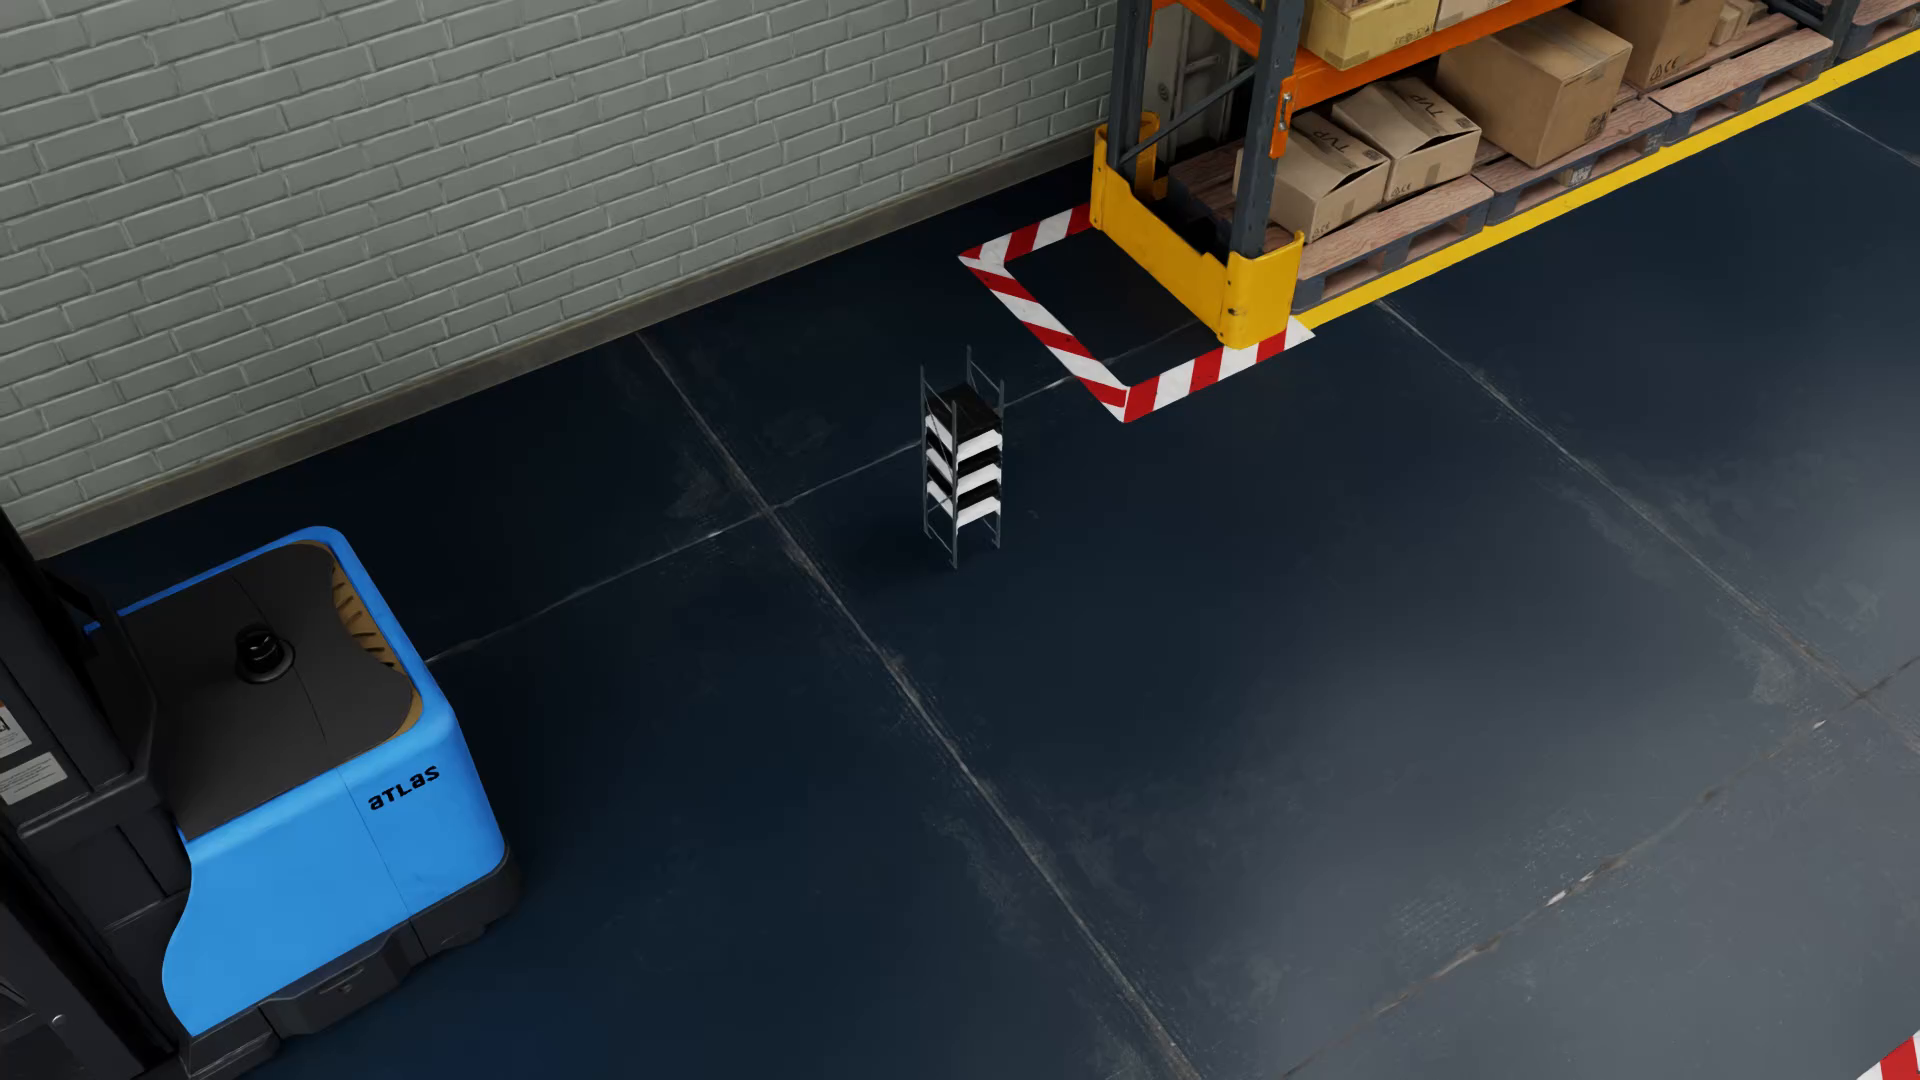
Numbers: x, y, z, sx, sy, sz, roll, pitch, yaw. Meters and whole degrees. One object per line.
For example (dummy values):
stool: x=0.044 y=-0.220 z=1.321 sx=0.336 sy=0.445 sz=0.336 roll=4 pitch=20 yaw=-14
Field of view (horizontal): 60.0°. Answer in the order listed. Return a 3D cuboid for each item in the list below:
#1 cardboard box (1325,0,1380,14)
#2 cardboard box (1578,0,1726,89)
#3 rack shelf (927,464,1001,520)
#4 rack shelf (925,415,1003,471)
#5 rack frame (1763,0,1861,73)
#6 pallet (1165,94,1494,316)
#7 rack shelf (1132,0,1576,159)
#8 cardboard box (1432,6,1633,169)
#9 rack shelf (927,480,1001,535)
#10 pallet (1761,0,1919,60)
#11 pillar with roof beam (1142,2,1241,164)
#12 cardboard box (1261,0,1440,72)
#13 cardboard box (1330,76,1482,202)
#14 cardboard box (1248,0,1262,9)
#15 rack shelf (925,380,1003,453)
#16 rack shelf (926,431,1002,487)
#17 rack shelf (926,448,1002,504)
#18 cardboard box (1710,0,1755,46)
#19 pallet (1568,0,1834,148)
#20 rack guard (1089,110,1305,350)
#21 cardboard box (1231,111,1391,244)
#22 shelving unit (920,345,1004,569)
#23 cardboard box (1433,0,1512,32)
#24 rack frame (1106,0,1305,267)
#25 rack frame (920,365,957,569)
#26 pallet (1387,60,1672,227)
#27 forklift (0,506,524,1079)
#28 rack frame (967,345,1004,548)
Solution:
cardboard box: x=1.560 y=-2.447 z=6.450 sx=0.500 sy=0.500 sz=0.500 roll=-25 pitch=53 yaw=-21
cardboard box: x=3.522 y=-2.710 z=8.479 sx=0.500 sy=0.500 sz=0.500 roll=-29 pitch=54 yaw=-23
rack shelf: x=0.007 y=-0.220 z=6.454 sx=0.200 sy=0.077 sz=0.258 roll=-25 pitch=53 yaw=-21
rack shelf: x=0.007 y=-0.400 z=6.253 sx=0.200 sy=0.077 sz=0.258 roll=-25 pitch=53 yaw=-21
rack frame: x=4.379 y=-3.834 z=8.101 sx=0.127 sy=3.000 sz=1.000 roll=-25 pitch=53 yaw=-21
pallet: x=1.766 y=-1.644 z=8.018 sx=1.213 sy=0.211 sz=1.003 roll=-25 pitch=53 yaw=-21
rack shelf: x=2.687 y=-2.798 z=7.660 sx=4.000 sy=0.370 sz=1.077 roll=-25 pitch=53 yaw=-21
cardboard box: x=2.758 y=-2.262 z=8.080 sx=0.500 sy=0.500 sz=0.700 roll=-28 pitch=54 yaw=-23
rack shelf: x=0.007 y=-0.161 z=6.521 sx=0.200 sy=0.077 sz=0.258 roll=-25 pitch=53 yaw=-21
pallet: x=5.036 y=-3.218 z=9.419 sx=1.213 sy=0.211 sz=1.003 roll=-25 pitch=53 yaw=-21
pillar with roof beam: x=3.423 y=-2.341 z=2.755 sx=0.400 sy=9.000 sz=9.100 roll=-25 pitch=53 yaw=-21
cardboard box: x=1.578 y=-2.191 z=6.725 sx=0.500 sy=0.250 sz=0.500 roll=-27 pitch=54 yaw=-22
cardboard box: x=2.111 y=-1.938 z=7.919 sx=0.500 sy=0.311 sz=0.500 roll=-21 pitch=52 yaw=-18
cardboard box: x=1.287 y=-2.505 z=7.005 sx=0.500 sy=0.250 sz=0.500 roll=-25 pitch=53 yaw=-20
rack shelf: x=0.007 y=-0.460 z=6.185 sx=0.200 sy=0.077 sz=0.258 roll=-25 pitch=53 yaw=-21
rack shelf: x=0.007 y=-0.340 z=6.320 sx=0.200 sy=0.077 sz=0.258 roll=-25 pitch=53 yaw=-21
rack shelf: x=0.007 y=-0.280 z=6.387 sx=0.200 sy=0.077 sz=0.258 roll=-25 pitch=53 yaw=-21
cardboard box: x=3.942 y=-2.806 z=8.788 sx=0.250 sy=0.166 sz=0.380 roll=-32 pitch=56 yaw=-25
pallet: x=3.829 y=-2.617 z=8.884 sx=1.213 sy=0.211 sz=1.003 roll=-25 pitch=53 yaw=-21
rack guard: x=1.060 y=-1.439 z=7.642 sx=0.348 sy=0.500 sz=1.175 roll=-25 pitch=53 yaw=-21
cardboard box: x=1.629 y=-1.711 z=7.716 sx=0.500 sy=0.311 sz=0.500 roll=-31 pitch=55 yaw=-25
shelving unit: x=0.007 y=-0.303 z=6.362 sx=0.210 sy=0.900 sz=0.258 roll=-25 pitch=53 yaw=-21
cardboard box: x=2.009 y=-2.407 z=6.917 sx=0.500 sy=0.250 sz=0.500 roll=-27 pitch=54 yaw=-22
rack frame: x=0.996 y=-2.240 z=6.682 sx=0.127 sy=3.000 sz=1.000 roll=-25 pitch=53 yaw=-21
rack frame: x=-0.079 y=-0.262 z=6.326 sx=0.006 sy=0.900 sz=0.240 roll=-25 pitch=53 yaw=-21
pallet: x=2.796 y=-2.127 z=8.448 sx=1.213 sy=0.211 sz=1.003 roll=-25 pitch=53 yaw=-21
forklift: x=-2.954 y=0.602 z=4.197 sx=3.031 sy=2.935 sz=1.130 roll=-28 pitch=54 yaw=-23
rack frame: x=0.093 y=-0.343 z=6.398 sx=0.006 sy=0.900 sz=0.240 roll=-25 pitch=53 yaw=-21
